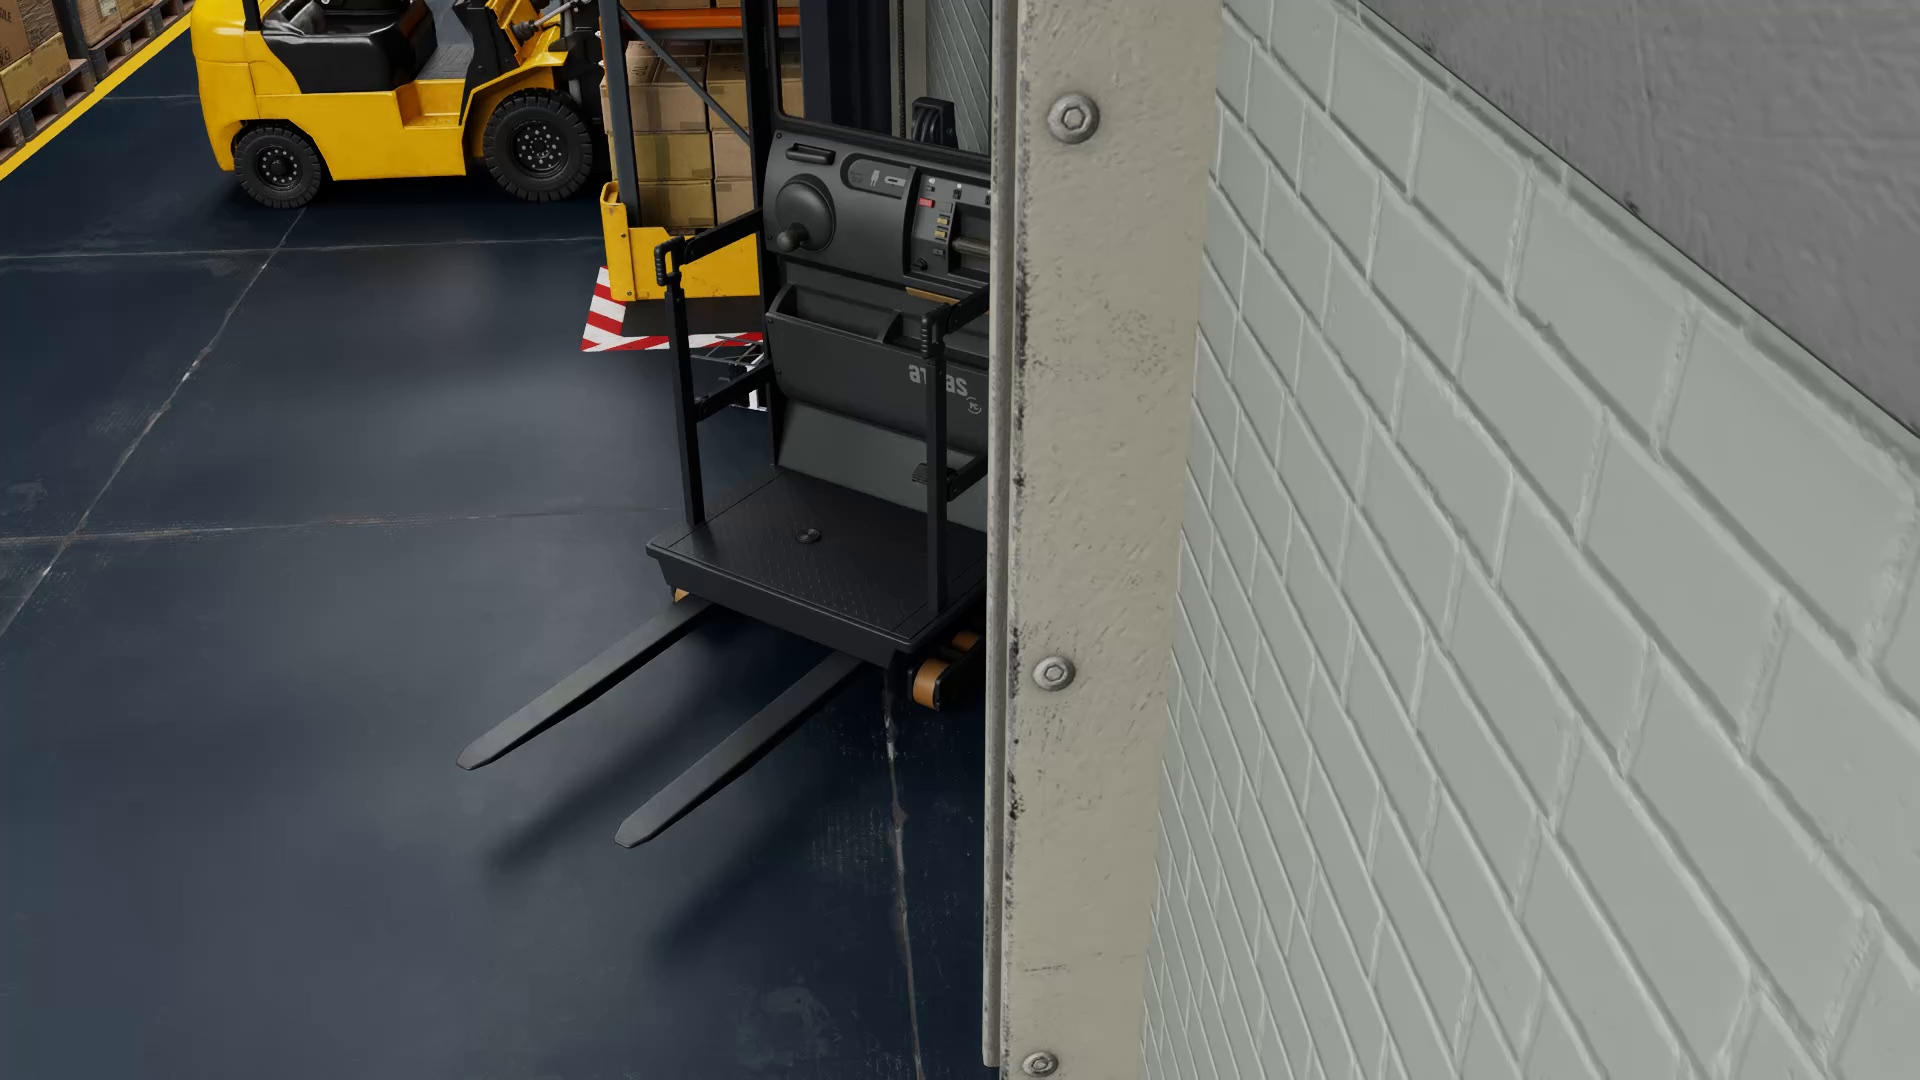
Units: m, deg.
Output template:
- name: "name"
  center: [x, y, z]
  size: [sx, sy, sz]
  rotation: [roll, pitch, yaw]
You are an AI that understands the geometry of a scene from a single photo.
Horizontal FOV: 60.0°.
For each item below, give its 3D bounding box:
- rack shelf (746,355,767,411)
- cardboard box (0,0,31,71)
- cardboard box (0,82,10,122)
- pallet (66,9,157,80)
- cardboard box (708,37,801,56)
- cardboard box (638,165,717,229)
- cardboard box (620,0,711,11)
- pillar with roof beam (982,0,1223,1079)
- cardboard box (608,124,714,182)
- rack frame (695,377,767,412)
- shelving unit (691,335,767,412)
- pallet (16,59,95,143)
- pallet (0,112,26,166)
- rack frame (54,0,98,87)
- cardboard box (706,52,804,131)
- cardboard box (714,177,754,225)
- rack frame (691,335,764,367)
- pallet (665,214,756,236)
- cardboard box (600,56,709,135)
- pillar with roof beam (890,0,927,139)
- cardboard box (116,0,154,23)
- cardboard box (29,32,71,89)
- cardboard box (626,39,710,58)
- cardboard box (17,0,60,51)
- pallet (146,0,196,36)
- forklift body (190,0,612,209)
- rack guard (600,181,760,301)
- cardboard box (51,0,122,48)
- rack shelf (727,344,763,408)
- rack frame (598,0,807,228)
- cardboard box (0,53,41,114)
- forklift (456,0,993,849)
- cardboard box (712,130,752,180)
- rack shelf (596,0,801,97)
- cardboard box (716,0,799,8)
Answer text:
- name: "rack shelf"
  center: [-0.834, -0.708, 7.225]
  size: [0.077, 0.200, 0.258]
  rotation: [10, 32, 18]
- name: "cardboard box"
  center: [-6.109, -3.170, 10.172]
  size: [0.500, 0.500, 0.500]
  rotation: [-2, 31, -4]
- name: "cardboard box"
  center: [-6.055, -2.576, 9.910]
  size: [0.500, 0.250, 0.500]
  rotation: [-2, 31, -4]
- name: "pallet"
  center: [-6.555, -3.597, 12.066]
  size: [1.003, 0.211, 1.213]
  rotation: [-3, 31, -5]
- name: "cardboard box"
  center: [-1.072, -2.533, 8.862]
  size: [0.500, 0.250, 0.500]
  rotation: [-3, 31, -5]
- name: "cardboard box"
  center: [-1.524, -1.819, 8.642]
  size: [0.500, 0.250, 0.500]
  rotation: [-3, 31, -4]
- name: "cardboard box"
  center: [-1.473, -2.876, 8.042]
  size: [0.500, 0.500, 0.500]
  rotation: [-3, 31, -6]
- name: "pillar with roof beam"
  center: [-4.059, -2.299, 1.323]
  size: [9.100, 9.000, 0.400]
  rotation: [-3, 31, -5]
- name: "cardboard box"
  center: [-1.522, -2.042, 8.528]
  size: [0.500, 0.250, 0.500]
  rotation: [-3, 31, -5]
- name: "rack frame"
  center: [-0.696, -0.595, 7.232]
  size: [0.900, 0.006, 0.240]
  rotation: [10, 32, 18]
- name: "shelving unit"
  center: [-0.697, -0.683, 7.181]
  size: [0.900, 0.210, 0.258]
  rotation: [10, 32, 18]
- name: "pallet"
  center: [-6.383, -2.859, 10.830]
  size: [1.003, 0.211, 1.213]
  rotation: [-3, 31, -5]
- name: "pallet"
  center: [-6.266, -2.234, 9.785]
  size: [1.003, 0.211, 1.213]
  rotation: [-3, 31, -5]
- name: "rack frame"
  center: [-6.481, -4.397, 10.686]
  size: [1.000, 3.000, 0.127]
  rotation: [-3, 31, -5]
- name: "cardboard box"
  center: [-1.022, -2.278, 8.435]
  size: [0.500, 0.250, 0.500]
  rotation: [-3, 31, -5]
- name: "cardboard box"
  center: [-1.017, -1.854, 8.701]
  size: [0.500, 0.250, 0.500]
  rotation: [-3, 31, -4]
- name: "rack frame"
  center: [-0.698, -0.770, 7.129]
  size: [0.900, 0.006, 0.240]
  rotation: [10, 32, 18]
- name: "pallet"
  center: [-1.279, -1.786, 9.034]
  size: [1.003, 0.211, 1.213]
  rotation: [-3, 31, -5]
- name: "cardboard box"
  center: [-1.519, -2.244, 8.378]
  size: [0.500, 0.250, 0.500]
  rotation: [-2, 31, -3]
- name: "pillar with roof beam"
  center: [-4.619, -5.362, 6.452]
  size: [9.100, 9.000, 0.400]
  rotation: [-3, 31, -5]
- name: "cardboard box"
  center: [-6.603, -4.084, 12.314]
  size: [0.950, 0.372, 0.625]
  rotation: [-1, 31, -1]
- name: "cardboard box"
  center: [-6.158, -3.108, 10.800]
  size: [0.500, 0.250, 0.500]
  rotation: [-1, 31, -2]
- name: "cardboard box"
  center: [-1.573, -2.504, 8.814]
  size: [0.500, 0.250, 0.500]
  rotation: [-2, 31, -4]
- name: "cardboard box"
  center: [-6.158, -3.429, 10.607]
  size: [0.500, 0.500, 0.500]
  rotation: [-3, 31, -5]
- name: "pallet"
  center: [-6.672, -4.221, 13.112]
  size: [1.003, 0.211, 1.213]
  rotation: [-3, 31, -5]
- name: "forklift body"
  center: [-3.159, -3.111, 9.360]
  size: [2.313, 2.155, 1.214]
  rotation: [-3, 31, -5]
- name: "rack guard"
  center: [-1.163, -1.509, 8.289]
  size: [1.175, 0.500, 0.348]
  rotation: [-3, 31, -5]
- name: "cardboard box"
  center: [-6.532, -3.717, 11.700]
  size: [0.950, 0.372, 0.625]
  rotation: [-2, 31, -4]
- name: "rack shelf"
  center: [-0.919, -0.723, 7.253]
  size: [0.077, 0.200, 0.258]
  rotation: [10, 32, 18]
- name: "rack frame"
  center: [-1.165, -2.594, 7.668]
  size: [1.000, 3.000, 0.127]
  rotation: [-3, 31, -5]
- name: "cardboard box"
  center: [-6.098, -2.836, 10.345]
  size: [0.500, 0.250, 0.500]
  rotation: [-4, 31, -6]
- name: "forklift"
  center: [-0.340, -0.989, 5.048]
  size: [1.130, 2.935, 3.031]
  rotation: [18, 35, 28]
- name: "cardboard box"
  center: [-1.003, -2.059, 8.556]
  size: [0.500, 0.250, 0.500]
  rotation: [-2, 31, -4]
- name: "rack shelf"
  center: [-1.352, -3.307, 9.562]
  size: [1.077, 0.370, 4.000]
  rotation: [-3, 31, -5]
- name: "cardboard box"
  center: [-0.935, -2.904, 8.088]
  size: [0.500, 0.500, 0.500]
  rotation: [-2, 31, -3]
